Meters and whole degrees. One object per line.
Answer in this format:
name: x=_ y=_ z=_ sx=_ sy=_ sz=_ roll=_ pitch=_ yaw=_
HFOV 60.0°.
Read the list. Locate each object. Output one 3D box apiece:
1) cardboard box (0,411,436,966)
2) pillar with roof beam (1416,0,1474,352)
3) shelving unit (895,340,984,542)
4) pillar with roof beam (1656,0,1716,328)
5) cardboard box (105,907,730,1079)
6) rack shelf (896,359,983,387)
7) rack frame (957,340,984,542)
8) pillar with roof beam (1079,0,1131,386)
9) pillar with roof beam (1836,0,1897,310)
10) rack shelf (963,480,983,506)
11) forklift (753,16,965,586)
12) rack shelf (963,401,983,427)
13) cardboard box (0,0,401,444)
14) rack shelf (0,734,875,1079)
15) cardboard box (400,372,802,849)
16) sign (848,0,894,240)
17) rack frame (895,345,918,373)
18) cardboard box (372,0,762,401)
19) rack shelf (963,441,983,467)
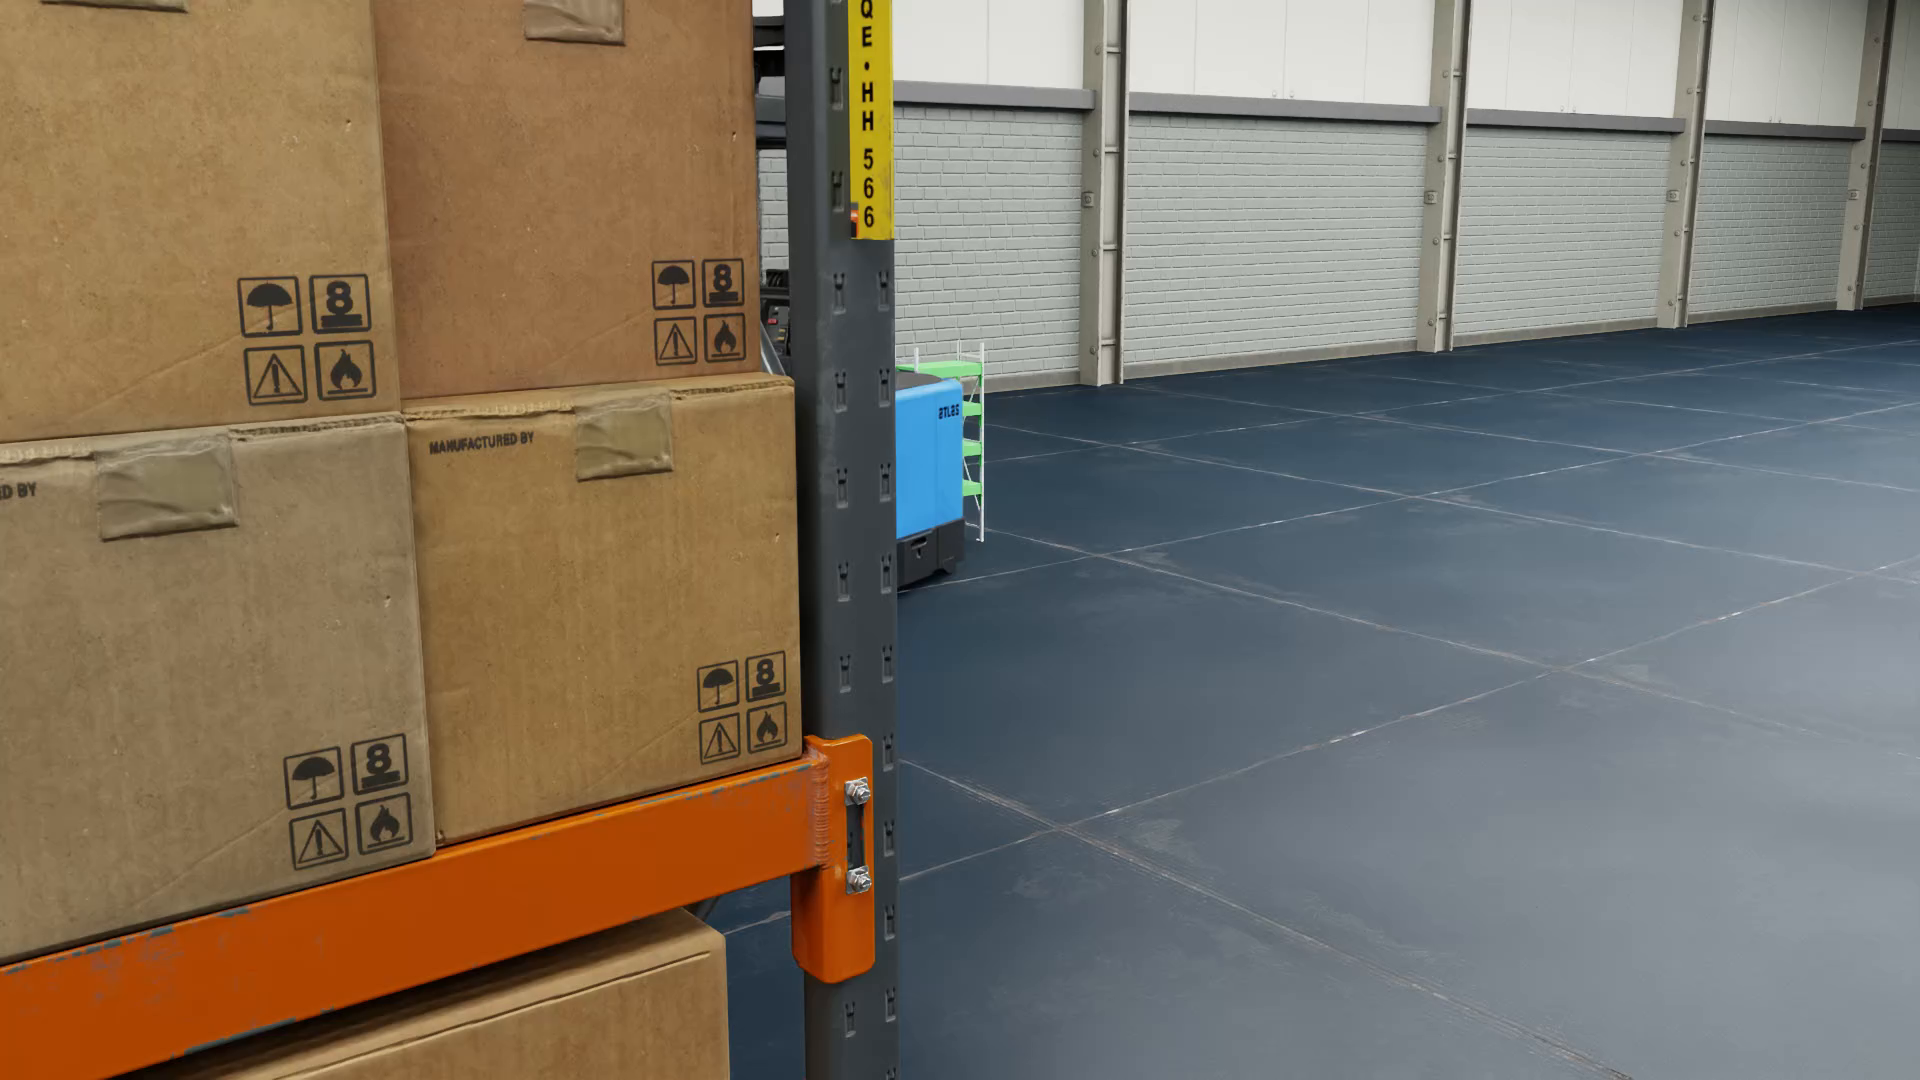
cardboard box: x=-1.125 y=0.085 z=2.144 sx=0.550 sy=0.550 sz=0.875 roll=-9 pitch=15 yaw=-38
pillar with roof beam: x=8.915 y=-6.194 z=17.633 sx=0.400 sy=9.000 sz=9.100 roll=-9 pitch=15 yaw=-38
shelving unit: x=-0.129 y=-0.565 z=9.903 sx=0.503 sy=1.200 sz=0.258 roll=-9 pitch=15 yaw=-38
pillar with roof beam: x=13.600 y=-6.972 z=21.299 sx=0.400 sy=9.000 sz=9.100 roll=-9 pitch=15 yaw=-38
cardboard box: x=-0.936 y=0.961 z=2.486 sx=0.875 sy=0.875 sz=0.875 roll=-9 pitch=15 yaw=-37
rack shelf: x=-0.129 y=-0.972 z=9.817 sx=0.480 sy=0.148 sz=0.258 roll=-9 pitch=15 yaw=-38
rack frame: x=0.061 y=-0.597 z=10.052 sx=0.015 sy=1.200 sz=0.240 roll=-9 pitch=15 yaw=-38
pillar with roof beam: x=4.230 y=-5.415 z=13.966 sx=0.400 sy=9.000 sz=9.100 roll=-9 pitch=15 yaw=-38
pillar with roof beam: x=18.285 y=-7.751 z=24.966 sx=0.400 sy=9.000 sz=9.100 roll=-9 pitch=15 yaw=-38
rack shelf: x=-0.129 y=-0.268 z=9.966 sx=0.480 sy=0.148 sz=0.258 roll=-9 pitch=15 yaw=-38
forklift: x=-1.150 y=-1.053 z=8.031 sx=1.130 sy=2.935 sz=3.031 roll=7 pitch=14 yaw=30
rack shelf: x=-0.129 y=-0.738 z=9.866 sx=0.480 sy=0.148 sz=0.258 roll=-9 pitch=15 yaw=-38
cardboard box: x=-1.134 y=-0.445 z=2.042 sx=0.550 sy=0.550 sz=0.875 roll=-9 pitch=15 yaw=-38
rack shelf: x=-2.010 y=0.640 z=1.626 sx=4.000 sy=0.370 sz=1.077 roll=-9 pitch=15 yaw=-38
cardboard box: x=-0.710 y=0.011 z=2.497 sx=0.550 sy=0.550 sz=0.875 roll=-9 pitch=15 yaw=-38
sign: x=-0.120 y=-0.564 z=2.206 sx=0.005 sy=0.325 sz=0.100 roll=-9 pitch=15 yaw=-38
rack frame: x=-0.320 y=-0.534 z=9.754 sx=0.015 sy=1.200 sz=0.240 roll=-9 pitch=15 yaw=-38
cardboard box: x=-0.762 y=-0.531 z=2.449 sx=0.550 sy=0.550 sz=0.875 roll=-9 pitch=15 yaw=-38
rack shelf: x=-0.129 y=-0.503 z=9.916 sx=0.480 sy=0.148 sz=0.258 roll=-9 pitch=15 yaw=-38
